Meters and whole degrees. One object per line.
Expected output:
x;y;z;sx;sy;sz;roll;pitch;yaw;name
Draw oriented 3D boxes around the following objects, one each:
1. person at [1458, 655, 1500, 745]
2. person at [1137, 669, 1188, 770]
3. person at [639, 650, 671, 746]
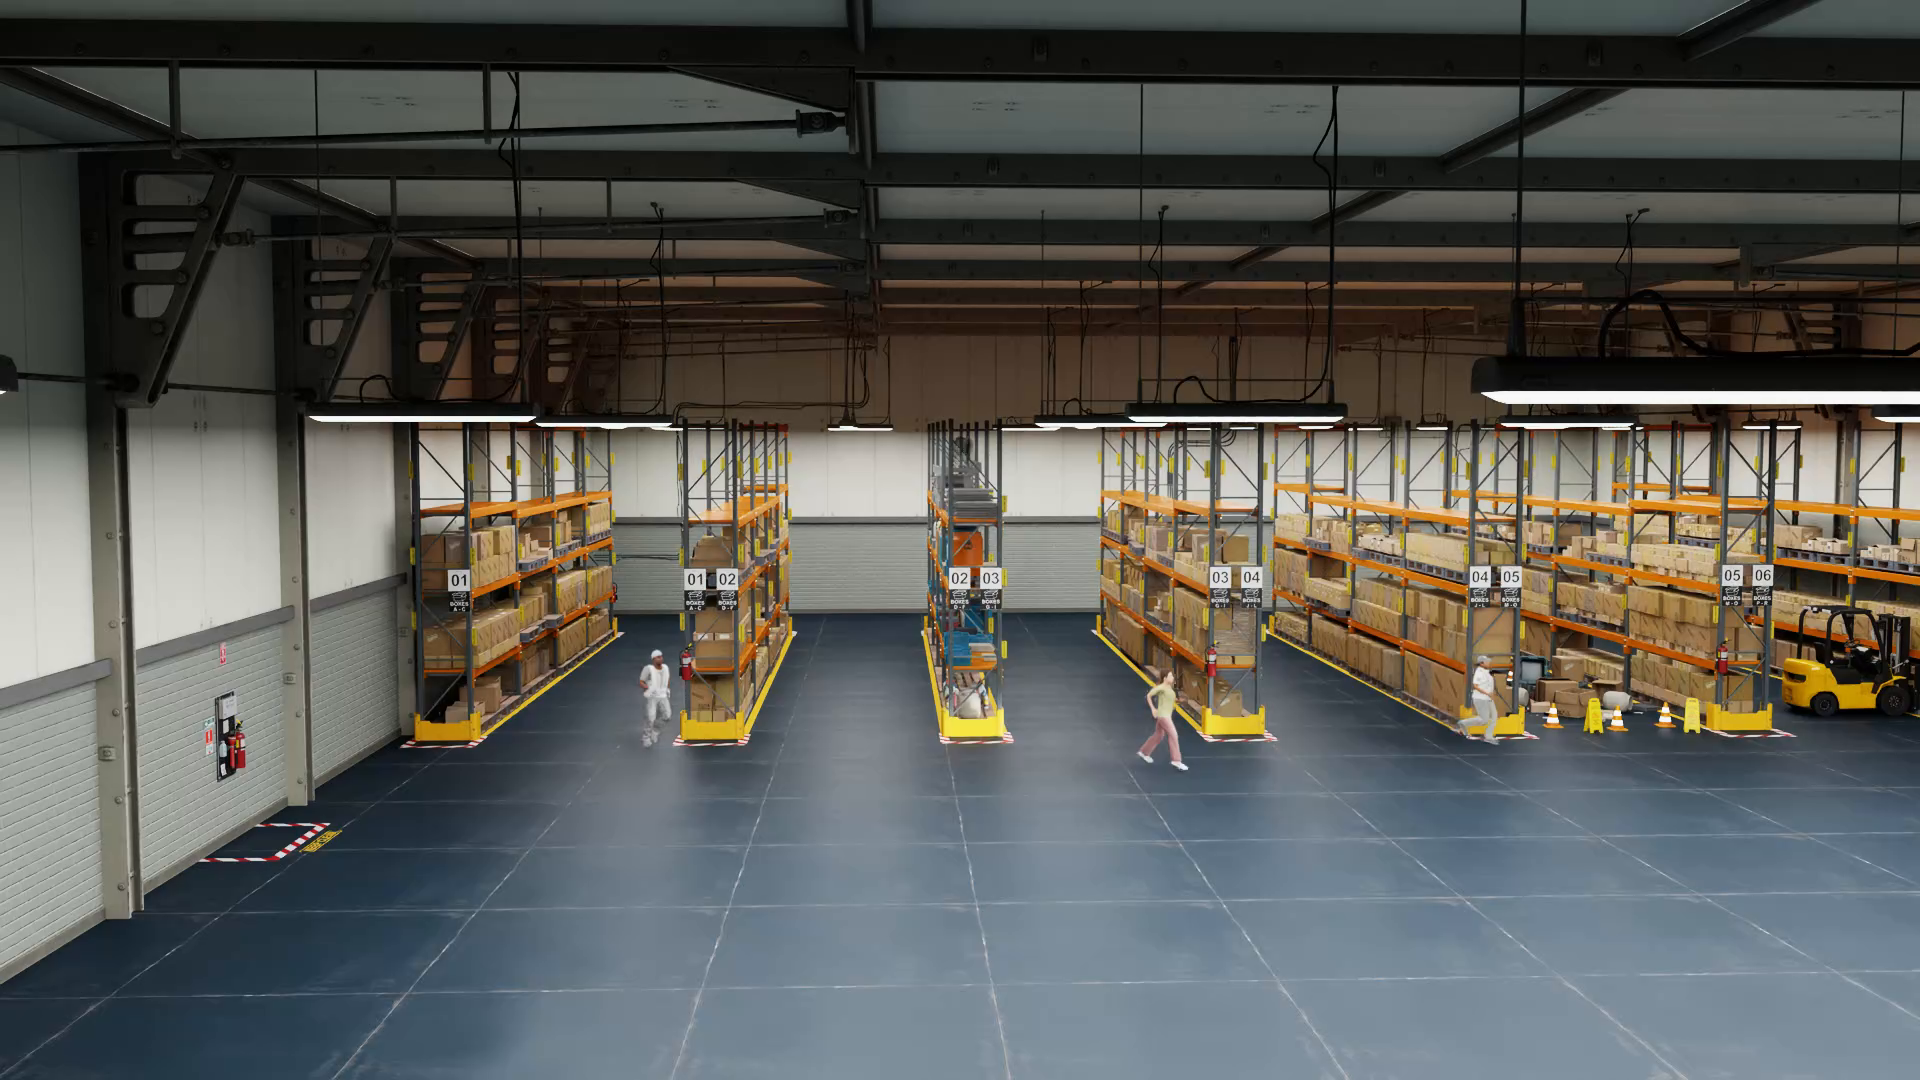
9.636;2.951;30.770;0.727;1.655;0.616;2;4;29;person
3.469;3.044;28.422;0.913;1.695;0.556;1;4;22;person
-5.530;2.894;30.493;0.696;1.745;0.562;-3;5;-39;person
